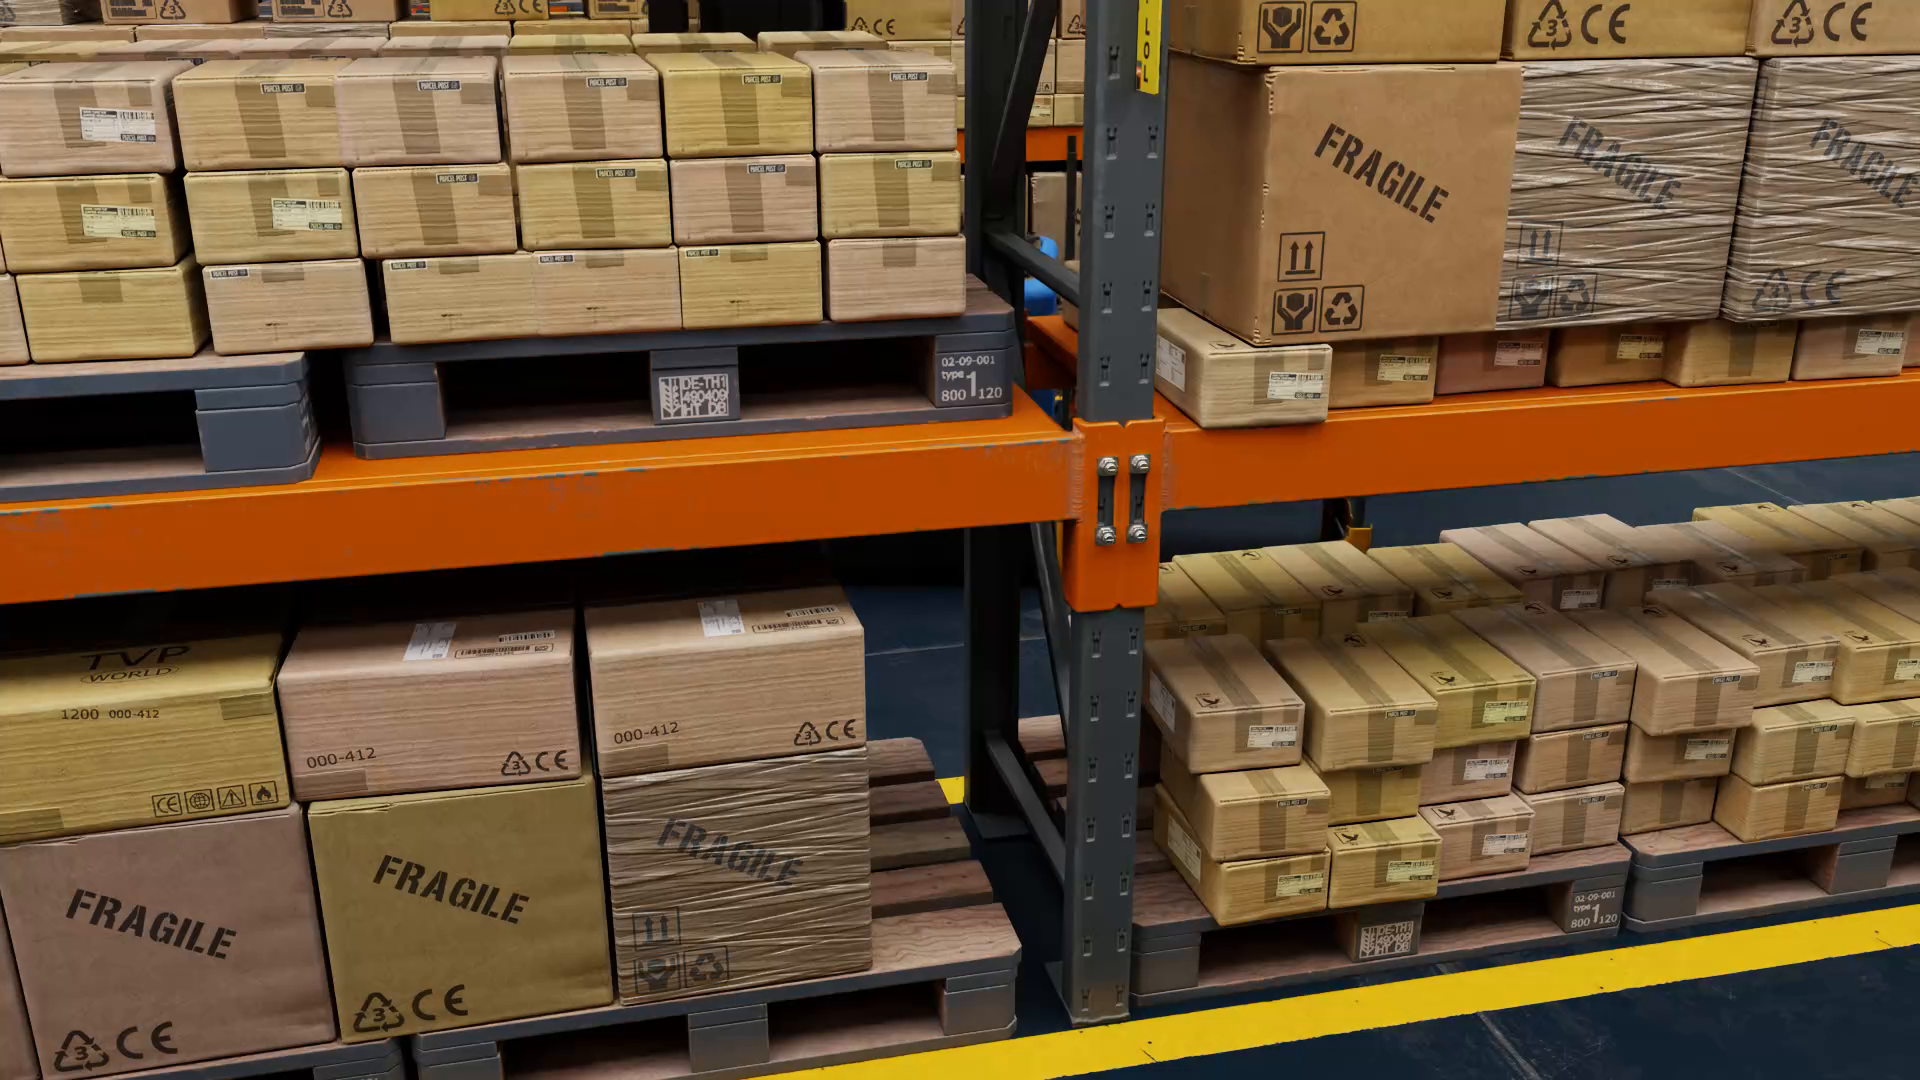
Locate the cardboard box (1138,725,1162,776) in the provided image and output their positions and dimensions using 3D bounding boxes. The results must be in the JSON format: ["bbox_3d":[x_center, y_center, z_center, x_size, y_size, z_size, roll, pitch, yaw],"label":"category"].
[{"bbox_3d":[0.487,0.446,4.271,0.250,0.149,0.380,-4,21,-12],"label":"cardboard box"}]

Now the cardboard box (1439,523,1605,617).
[{"bbox_3d":[1.463,0.094,4.367,0.250,0.149,0.380,-6,21,-15],"label":"cardboard box"}]

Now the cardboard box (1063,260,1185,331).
[{"bbox_3d":[0.408,-0.534,3.776,0.250,0.149,0.380,-5,21,-13],"label":"cardboard box"}]

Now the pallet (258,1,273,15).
[{"bbox_3d":[-6.384,-5.206,16.443,1.003,0.211,1.213,-5,21,-12],"label":"pallet"}]

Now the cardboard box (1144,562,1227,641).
[{"bbox_3d":[0.471,0.196,4.087,0.250,0.149,0.380,-4,21,-11],"label":"cardboard box"}]

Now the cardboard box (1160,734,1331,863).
[{"bbox_3d":[0.611,0.530,3.610,0.250,0.149,0.380,-4,20,-10],"label":"cardboard box"}]

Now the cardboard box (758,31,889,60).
[{"bbox_3d":[-0.305,-1.032,3.661,0.250,0.149,0.380,-4,20,-10],"label":"cardboard box"}]

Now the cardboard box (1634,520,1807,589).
[{"bbox_3d":[1.990,0.085,4.390,0.250,0.149,0.380,-5,21,-12],"label":"cardboard box"}]

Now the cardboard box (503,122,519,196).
[{"bbox_3d":[-1.061,-0.830,3.541,0.250,0.149,0.380,-6,21,-15],"label":"cardboard box"}]

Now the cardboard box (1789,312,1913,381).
[{"bbox_3d":[1.805,-0.466,3.591,0.250,0.149,0.380,-4,20,-10],"label":"cardboard box"}]

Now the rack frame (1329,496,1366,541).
[{"bbox_3d":[1.392,-0.608,5.794,0.032,1.500,0.500,1,20,3],"label":"rack frame"}]

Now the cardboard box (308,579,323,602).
[{"bbox_3d":[-1.113,0.087,3.650,0.500,0.250,0.500,-4,21,-11],"label":"cardboard box"}]

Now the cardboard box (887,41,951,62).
[{"bbox_3d":[-0.341,-2.238,7.848,0.500,0.250,0.500,-5,21,-13],"label":"cardboard box"}]

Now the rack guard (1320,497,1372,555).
[{"bbox_3d":[1.391,-0.021,6.009,0.087,0.250,0.587,1,20,3],"label":"rack guard"}]

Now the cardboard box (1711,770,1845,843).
[{"bbox_3d":[1.866,0.553,3.978,0.250,0.149,0.380,-5,21,-14],"label":"cardboard box"}]

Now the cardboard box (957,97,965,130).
[{"bbox_3d":[0.017,-2.055,7.929,0.250,0.149,0.380,-4,20,-11],"label":"cardboard box"}]

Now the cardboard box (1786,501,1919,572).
[{"bbox_3d":[2.479,0.028,4.547,0.250,0.149,0.380,-4,20,-10],"label":"cardboard box"}]

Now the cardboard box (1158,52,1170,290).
[{"bbox_3d":[0.590,-0.870,3.751,0.500,0.500,0.500,-5,21,-12],"label":"cardboard box"}]

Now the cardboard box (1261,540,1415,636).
[{"bbox_3d":[0.951,0.141,4.239,0.250,0.149,0.380,-5,21,-13],"label":"cardboard box"}]

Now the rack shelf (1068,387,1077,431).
[{"bbox_3d":[0.885,-0.450,5.886,1.000,0.185,0.538,1,20,3],"label":"rack shelf"}]

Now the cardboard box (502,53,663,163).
[{"bbox_3d":[-0.675,-0.771,2.948,0.250,0.149,0.380,-5,21,-14],"label":"cardboard box"}]

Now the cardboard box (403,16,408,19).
[{"bbox_3d":[-2.842,-2.191,7.789,0.500,0.500,0.500,-4,21,-11],"label":"cardboard box"}]

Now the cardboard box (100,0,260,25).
[{"bbox_3d":[-3.401,-2.523,7.239,0.637,0.503,0.797,-4,21,-11],"label":"cardboard box"}]

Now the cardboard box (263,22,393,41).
[{"bbox_3d":[-2.730,-2.019,7.320,0.500,0.500,0.500,-5,21,-12],"label":"cardboard box"}]

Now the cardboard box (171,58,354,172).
[{"bbox_3d":[-1.170,-0.732,2.841,0.250,0.149,0.380,-5,21,-14],"label":"cardboard box"}]

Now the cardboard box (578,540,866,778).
[{"bbox_3d":[-0.483,0.217,3.294,0.500,0.250,0.500,-5,21,-14],"label":"cardboard box"}]

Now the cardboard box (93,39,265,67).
[{"bbox_3d":[-1.563,-0.929,3.380,0.250,0.149,0.380,-4,20,-10],"label":"cardboard box"}]

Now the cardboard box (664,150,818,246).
[{"bbox_3d":[-0.414,-0.651,3.052,0.250,0.149,0.380,-5,21,-12],"label":"cardboard box"}]

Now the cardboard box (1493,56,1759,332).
[{"bbox_3d":[1.204,-0.734,3.379,0.500,0.500,0.500,-5,21,-12],"label":"cardboard box"}]

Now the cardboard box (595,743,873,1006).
[{"bbox_3d":[-0.478,0.569,3.425,0.500,0.500,0.500,-5,21,-14],"label":"cardboard box"}]

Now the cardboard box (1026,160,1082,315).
[{"bbox_3d":[0.678,-1.515,8.568,0.875,0.875,0.875,-5,21,-12],"label":"cardboard box"}]

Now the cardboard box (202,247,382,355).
[{"bbox_3d":[-1.166,-0.449,2.933,0.250,0.149,0.380,-6,21,-15],"label":"cardboard box"}]

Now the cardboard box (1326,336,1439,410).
[{"bbox_3d":[0.769,-0.391,3.386,0.250,0.149,0.380,-4,21,-11],"label":"cardboard box"}]

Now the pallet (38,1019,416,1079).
[{"bbox_3d":[-1.763,0.919,3.500,1.213,0.211,1.003,-5,21,-12],"label":"pallet"}]

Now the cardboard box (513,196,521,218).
[{"bbox_3d":[-1.062,-0.691,3.594,0.250,0.149,0.380,-4,21,-12],"label":"cardboard box"}]

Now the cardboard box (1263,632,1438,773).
[{"bbox_3d":[0.849,0.352,3.663,0.250,0.149,0.380,-4,20,-10],"label":"cardboard box"}]

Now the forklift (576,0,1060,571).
[{"bbox_3d":[-1.150,-1.416,5.920,3.031,2.935,1.130,1,20,3],"label":"forklift"}]

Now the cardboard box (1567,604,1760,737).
[{"bbox_3d":[1.599,0.294,3.820,0.250,0.149,0.380,-4,21,-11],"label":"cardboard box"}]

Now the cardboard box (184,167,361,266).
[{"bbox_3d":[-1.174,-0.589,2.883,0.250,0.149,0.380,-6,21,-15],"label":"cardboard box"}]

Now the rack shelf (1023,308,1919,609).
[{"bbox_3d":[2.130,-0.371,4.013,4.000,0.370,1.077,-5,21,-12],"label":"rack shelf"}]

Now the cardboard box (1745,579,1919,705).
[{"bbox_3d":[2.094,0.238,3.972,0.250,0.149,0.380,-5,21,-12],"label":"cardboard box"}]

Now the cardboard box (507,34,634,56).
[{"bbox_3d":[-0.825,-0.989,3.542,0.250,0.149,0.380,-4,21,-12],"label":"cardboard box"}]

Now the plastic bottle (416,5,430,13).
[{"bbox_3d":[-4.009,-3.826,12.471,0.185,0.351,0.144,-5,21,-12],"label":"plastic bottle"}]

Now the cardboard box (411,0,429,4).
[{"bbox_3d":[-5.507,-5.559,16.373,0.500,0.500,0.700,-1,20,-2],"label":"cardboard box"}]

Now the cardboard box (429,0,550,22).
[{"bbox_3d":[-2.149,-2.633,7.538,0.637,0.503,0.797,-4,21,-12],"label":"cardboard box"}]

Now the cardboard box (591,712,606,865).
[{"bbox_3d":[-0.596,0.396,3.897,0.500,0.500,0.500,-4,20,-10],"label":"cardboard box"}]

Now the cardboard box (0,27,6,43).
[{"bbox_3d":[-4.216,-1.897,6.986,0.500,0.500,0.500,-4,21,-11],"label":"cardboard box"}]

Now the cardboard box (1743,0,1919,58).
[{"bbox_3d":[1.678,-1.237,3.298,0.500,0.500,0.500,-4,21,-12],"label":"cardboard box"}]

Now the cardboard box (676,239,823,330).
[{"bbox_3d":[-0.409,-0.511,3.104,0.250,0.149,0.380,-5,21,-12],"label":"cardboard box"}]

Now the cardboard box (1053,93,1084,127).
[{"bbox_3d":[0.522,-2.097,8.042,0.250,0.149,0.380,-5,21,-13],"label":"cardboard box"}]

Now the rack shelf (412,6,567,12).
[{"bbox_3d":[-6.225,-6.697,21.282,4.000,0.370,1.077,-5,21,-12],"label":"rack shelf"}]

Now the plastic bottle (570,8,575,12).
[{"bbox_3d":[-2.818,-3.671,12.048,0.185,0.351,0.144,-5,21,-12],"label":"plastic bottle"}]

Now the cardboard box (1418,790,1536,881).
[{"bbox_3d":[1.101,0.611,3.819,0.250,0.149,0.380,-5,21,-13],"label":"cardboard box"}]

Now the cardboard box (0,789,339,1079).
[{"bbox_3d":[-1.478,0.648,3.207,0.500,0.500,0.500,-5,21,-14],"label":"cardboard box"}]

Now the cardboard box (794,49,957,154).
[{"bbox_3d":[-0.162,-0.812,3.060,0.250,0.149,0.380,-4,20,-10],"label":"cardboard box"}]

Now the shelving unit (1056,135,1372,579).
[{"bbox_3d":[0.894,-0.619,5.824,1.083,1.500,0.587,1,20,3],"label":"shelving unit"}]

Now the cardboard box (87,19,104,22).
[{"bbox_3d":[-3.842,-2.109,7.565,0.500,0.500,0.500,-5,21,-13],"label":"cardboard box"}]

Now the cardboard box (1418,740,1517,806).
[{"bbox_3d":[1.065,0.448,3.832,0.250,0.149,0.380,-5,21,-13],"label":"cardboard box"}]

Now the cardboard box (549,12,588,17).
[{"bbox_3d":[-1.853,-2.273,8.013,0.500,0.500,0.500,-5,21,-12],"label":"cardboard box"}]

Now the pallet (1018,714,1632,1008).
[{"bbox_3d":[0.830,0.694,4.114,1.213,0.211,1.003,-5,21,-12],"label":"pallet"}]
